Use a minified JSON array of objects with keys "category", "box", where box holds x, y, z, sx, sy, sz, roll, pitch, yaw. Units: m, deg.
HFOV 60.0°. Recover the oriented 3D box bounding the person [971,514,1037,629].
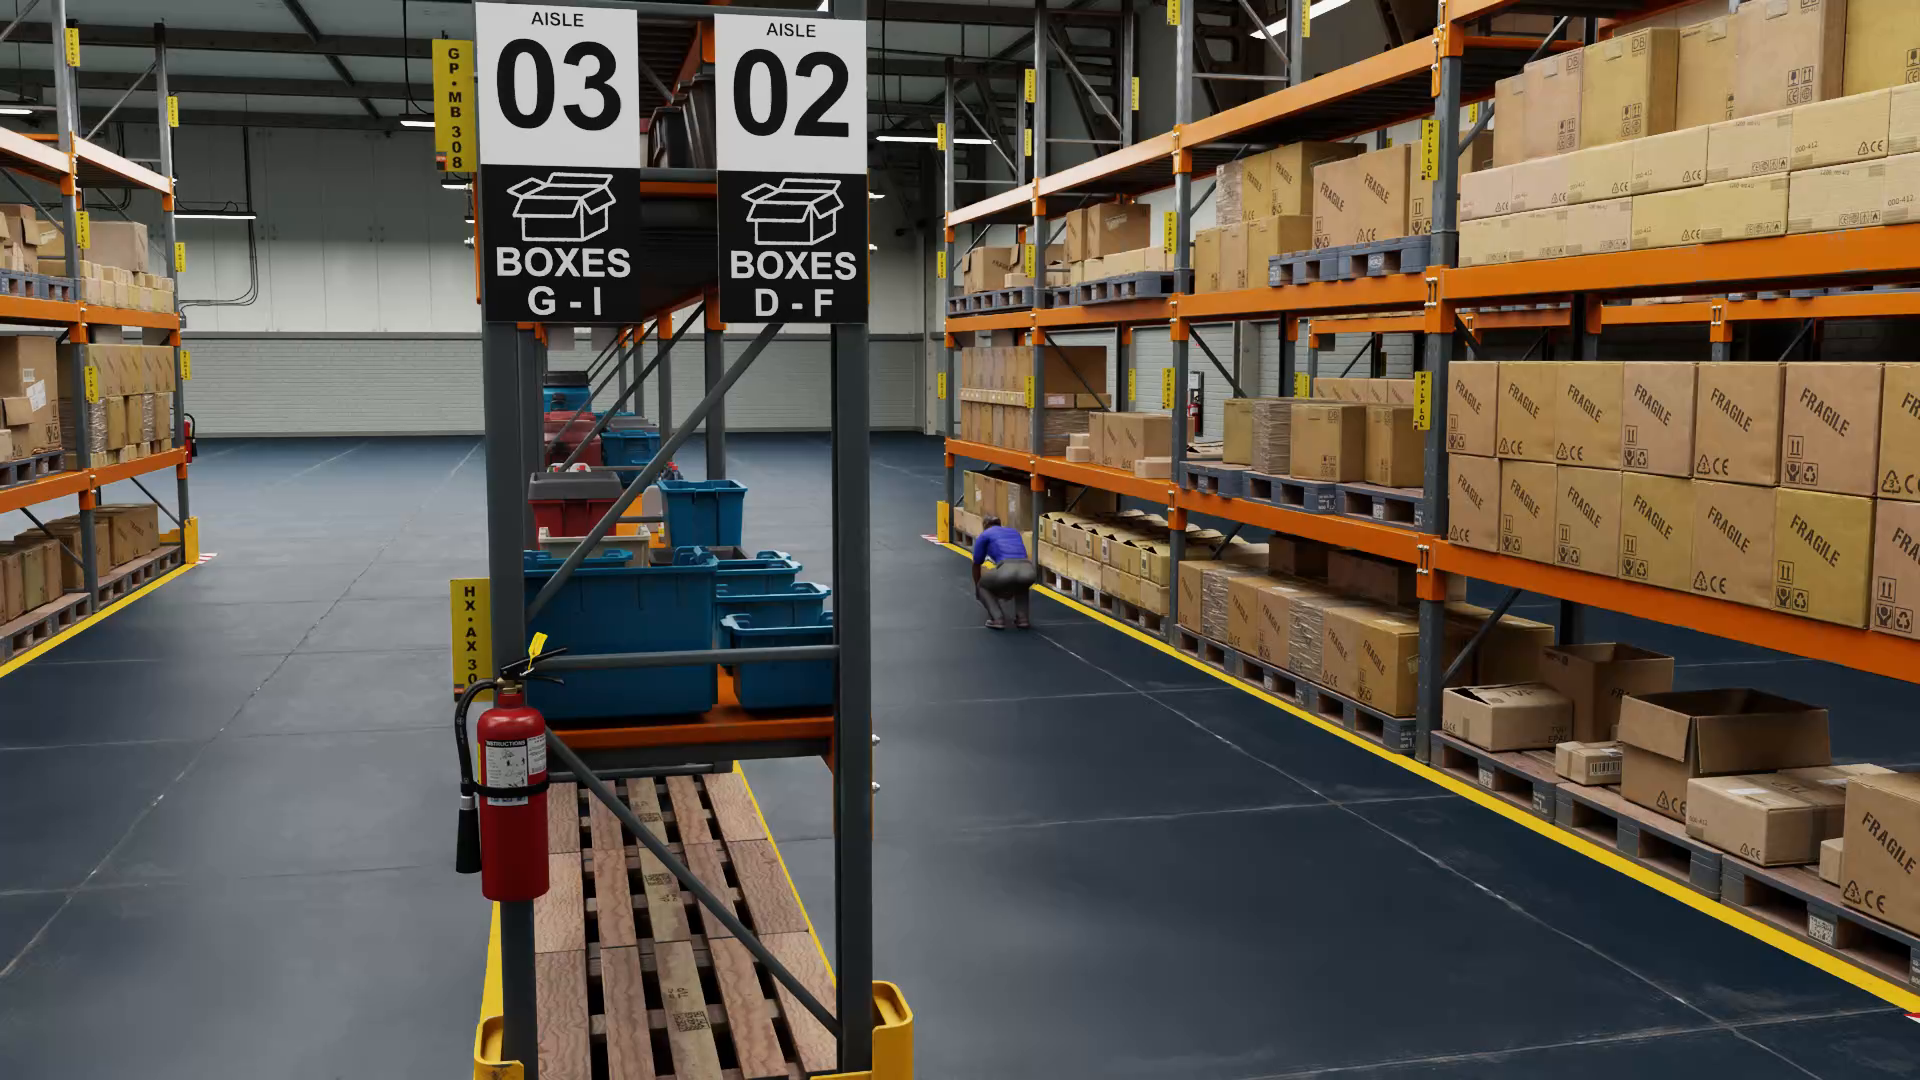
[{"category":"person","box":[0.376,0.272,14.472,0.475,0.958,0.808,-2,6,-14]}]
